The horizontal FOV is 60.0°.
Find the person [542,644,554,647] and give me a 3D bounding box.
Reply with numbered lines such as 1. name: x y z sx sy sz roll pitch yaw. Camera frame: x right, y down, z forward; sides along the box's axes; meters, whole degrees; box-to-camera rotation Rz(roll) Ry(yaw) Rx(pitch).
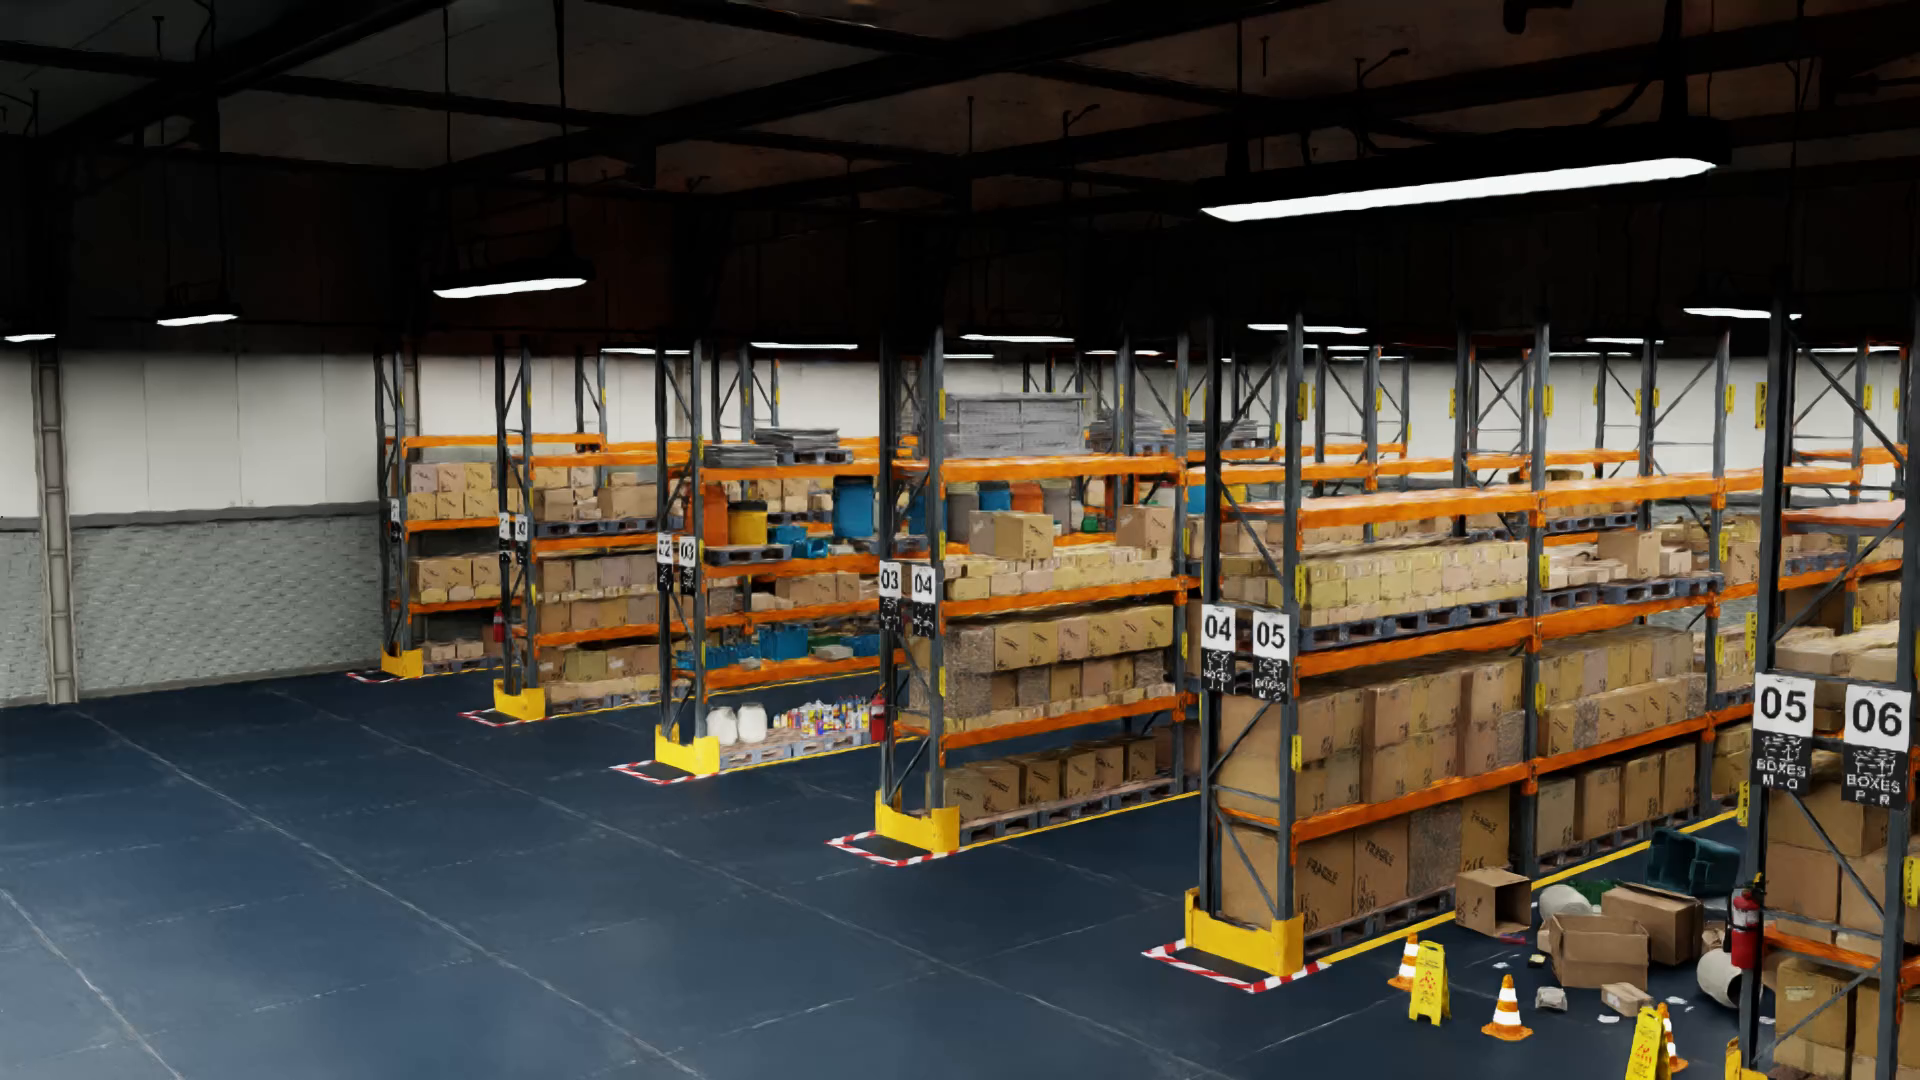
1. person: -7.525 1.526 30.173 0.443 1.786 0.594 2 6 22
